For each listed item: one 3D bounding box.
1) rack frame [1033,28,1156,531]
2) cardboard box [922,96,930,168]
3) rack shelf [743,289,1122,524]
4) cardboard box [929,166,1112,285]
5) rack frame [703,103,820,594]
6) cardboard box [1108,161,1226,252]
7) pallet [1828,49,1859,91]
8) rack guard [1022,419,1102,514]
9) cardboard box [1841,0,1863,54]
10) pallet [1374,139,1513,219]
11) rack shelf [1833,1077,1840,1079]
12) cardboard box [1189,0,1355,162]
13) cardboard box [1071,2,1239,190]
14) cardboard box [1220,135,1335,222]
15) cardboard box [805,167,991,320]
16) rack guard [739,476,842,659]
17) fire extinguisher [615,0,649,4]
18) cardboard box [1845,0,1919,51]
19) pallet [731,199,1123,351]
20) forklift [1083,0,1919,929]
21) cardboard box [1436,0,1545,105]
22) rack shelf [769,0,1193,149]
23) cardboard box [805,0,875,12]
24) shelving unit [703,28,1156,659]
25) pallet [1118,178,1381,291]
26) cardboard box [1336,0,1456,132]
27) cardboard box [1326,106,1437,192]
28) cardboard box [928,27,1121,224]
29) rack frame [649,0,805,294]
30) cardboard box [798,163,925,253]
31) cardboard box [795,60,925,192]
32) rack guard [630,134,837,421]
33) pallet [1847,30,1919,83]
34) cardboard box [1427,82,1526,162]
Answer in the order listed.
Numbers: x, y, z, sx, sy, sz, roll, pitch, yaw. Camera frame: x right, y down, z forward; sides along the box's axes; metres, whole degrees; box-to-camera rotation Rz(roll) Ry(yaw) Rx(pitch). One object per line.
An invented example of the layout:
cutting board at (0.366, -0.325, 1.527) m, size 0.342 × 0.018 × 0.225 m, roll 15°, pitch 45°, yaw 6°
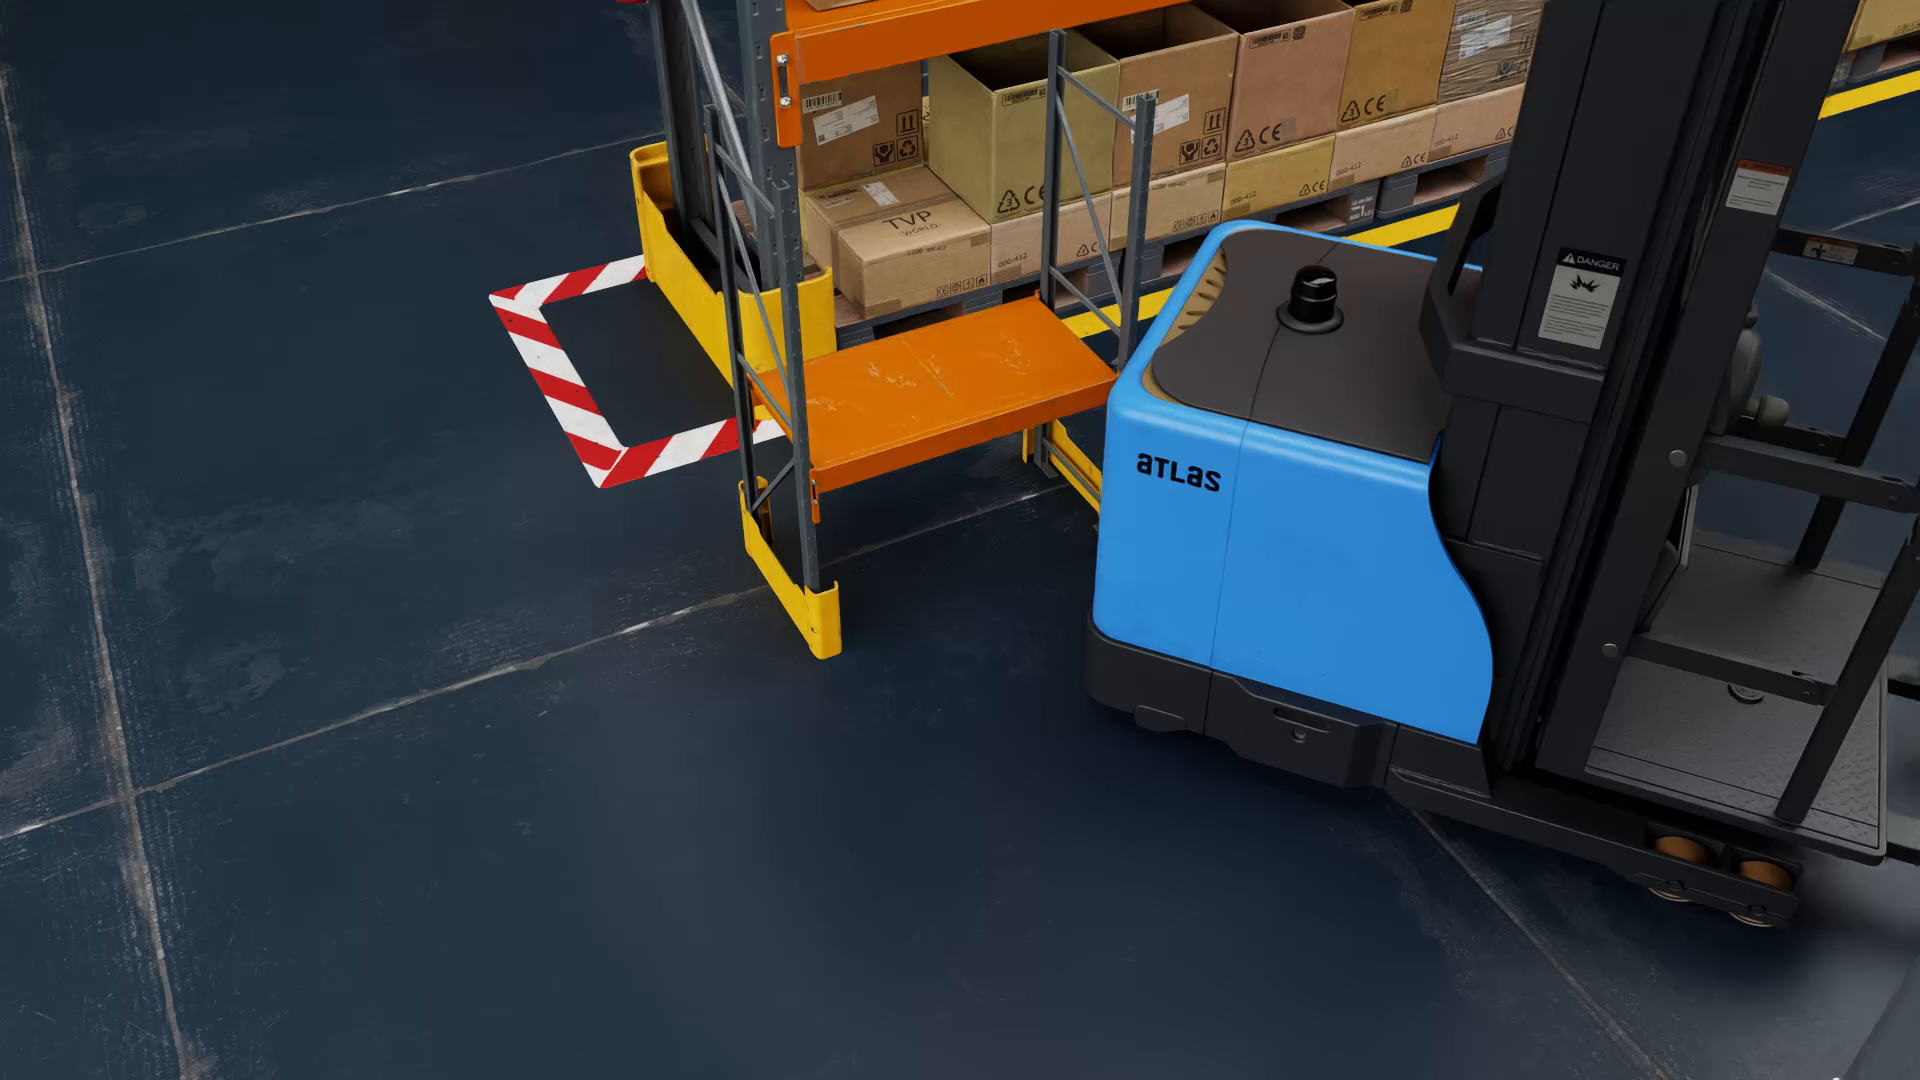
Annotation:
rack frame at (0.375, -0.699, 4.915) m, size 0.032 × 1.500 × 0.500 m, roll -19°, pitch 44°, yaw -21°
cardboard box at (-0.027, -1.531, 6.541) m, size 0.500 × 0.250 × 0.500 m, roll -19°, pitch 44°, yaw -21°
rack shelf at (-0.076, -0.410, 4.852) m, size 1.000 × 0.185 × 0.538 m, roll -19°, pitch 44°, yaw -21°
cardboard box at (0.217, -1.230, 6.184) m, size 0.500 × 0.250 × 0.500 m, roll -19°, pitch 44°, yaw -21°
rack frame at (-0.527, -0.395, 4.556) m, size 0.032 × 1.500 × 0.500 m, roll -19°, pitch 44°, yaw -21°
cardboard box at (0.660, -1.379, 6.360) m, size 0.500 × 0.250 × 0.500 m, roll -19°, pitch 44°, yaw -21°
pallet at (3.379, -2.307, 7.812) m, size 1.213 × 0.211 × 1.003 m, roll -19°, pitch 44°, yaw -21°
rack guard at (0.374, -0.221, 5.318) m, size 0.087 × 0.250 × 0.587 m, roll -19°, pitch 44°, yaw -21°
cardboard box at (3.670, -2.370, 7.531) m, size 0.500 × 0.250 × 0.500 m, roll -18°, pitch 43°, yaw -20°
pallet at (2.019, -1.851, 7.274) m, size 1.213 × 0.211 × 1.003 m, roll -19°, pitch 44°, yaw -21°
rack shelf at (3.255, 0.582, 2.798) m, size 4.000 × 0.370 × 1.077 m, roll -19°, pitch 44°, yaw -21°
cardboard box at (1.106, -1.811, 6.290) m, size 0.500 × 0.500 × 0.500 m, roll -19°, pitch 44°, yaw -21°
cardboard box at (0.655, -1.672, 6.126) m, size 0.500 × 0.500 × 0.500 m, roll -19°, pitch 44°, yaw -21°
cardboard box at (1.106, -1.525, 6.533) m, size 0.500 × 0.250 × 0.500 m, roll -19°, pitch 44°, yaw -21°
cardboard box at (-0.225, -1.079, 6.006) m, size 0.500 × 0.250 × 0.500 m, roll -19°, pitch 44°, yaw -21°
rack guard at (-0.509, 0.076, 4.967) m, size 0.087 × 0.250 × 0.587 m, roll -19°, pitch 44°, yaw -21°
fire extinguisher at (-1.123, -2.137, 5.512) m, size 0.183 × 0.674 × 0.296 m, roll -19°, pitch 44°, yaw -21°
cardboard box at (4.128, -2.526, 7.716) m, size 0.500 × 0.250 × 0.500 m, roll -20°, pitch 44°, yaw -22°
pallet at (-0.145, -1.123, 6.413) m, size 1.213 × 0.211 × 1.003 m, roll -19°, pitch 44°, yaw -21°
forklift at (1.911, -0.555, 3.638) m, size 3.031 × 2.935 × 1.130 m, roll 16°, pitch 43°, yaw 18°
cardboard box at (1.985, -2.120, 6.655) m, size 0.500 × 0.500 × 0.500 m, roll -19°, pitch 44°, yaw -21°
rack shelf at (0.970, -2.257, 6.152) m, size 4.000 × 0.370 × 1.077 m, roll -19°, pitch 44°, yaw -21°
cardboard box at (-0.384, -2.105, 5.338) m, size 0.500 × 0.500 × 0.700 m, roll -19°, pitch 44°, yaw -21°
shelving unit at (-0.068, -0.550, 4.739) m, size 1.083 × 1.500 × 0.587 m, roll -19°, pitch 44°, yaw -21°
pallet at (0.936, -1.485, 6.840) m, size 1.213 × 0.211 × 1.003 m, roll -19°, pitch 44°, yaw -21°
cardboard box at (1.543, -1.968, 6.476) m, size 0.500 × 0.500 × 0.500 m, roll -19°, pitch 44°, yaw -21°
cardboard box at (1.549, -1.675, 6.710) m, size 0.500 × 0.250 × 0.500 m, roll -19°, pitch 44°, yaw -21°
cardboard box at (0.217, -1.515, 5.941) m, size 0.500 × 0.500 × 0.500 m, roll -19°, pitch 44°, yaw -21°
rack frame at (-0.804, -1.935, 5.214) m, size 0.127 × 3.000 × 1.000 m, roll -19°, pitch 44°, yaw -21°
cardboard box at (-0.464, -1.375, 6.356) m, size 0.500 × 0.250 × 0.500 m, roll -19°, pitch 44°, yaw -21°
cardboard box at (-0.465, -1.663, 6.115) m, size 0.500 × 0.500 × 0.500 m, roll -19°, pitch 44°, yaw -21°
rack guard at (-0.825, -0.974, 6.014) m, size 0.348 × 0.500 × 1.175 m, roll -19°, pitch 44°, yaw -21°
pallet at (4.463, -2.674, 8.245) m, size 1.213 × 0.211 × 1.003 m, roll -19°, pitch 44°, yaw -21°
cardboard box at (1.986, -1.833, 6.896) m, size 0.500 × 0.250 × 0.500 m, roll -19°, pitch 44°, yaw -21°
